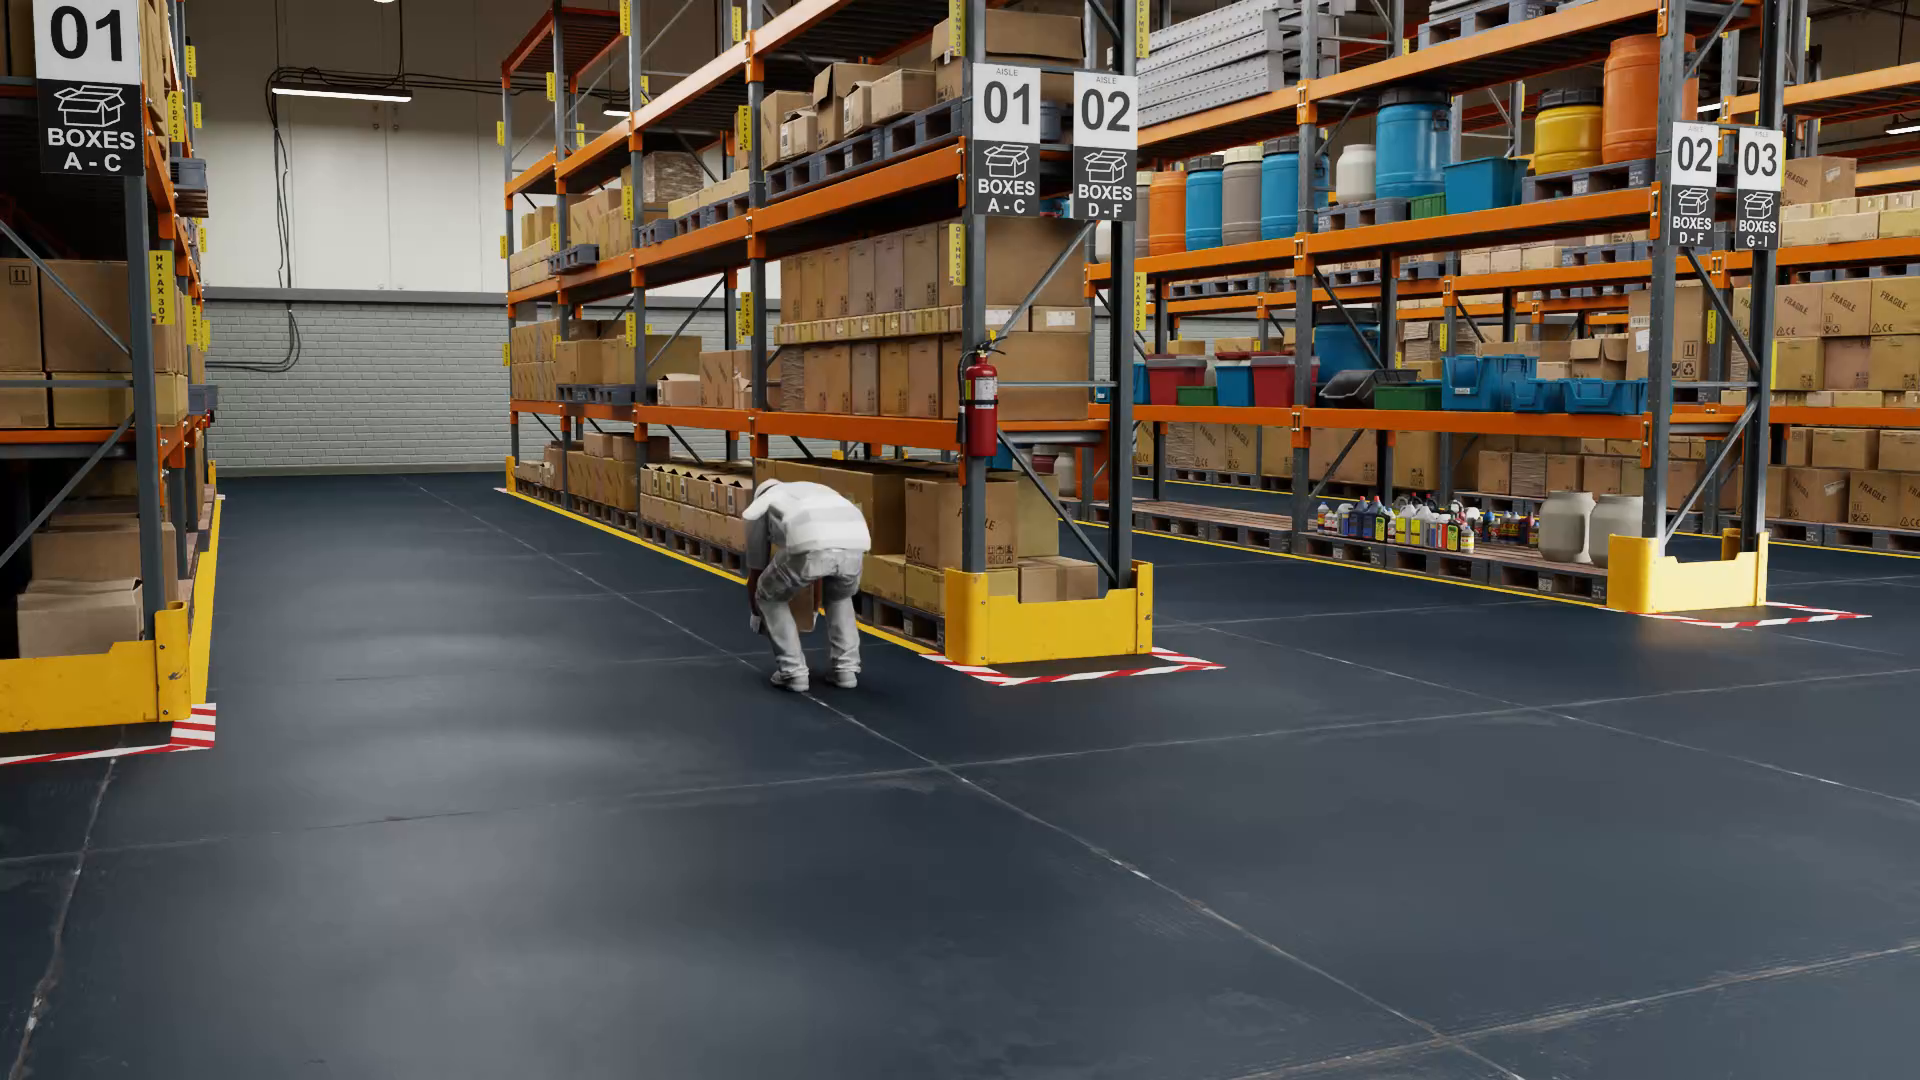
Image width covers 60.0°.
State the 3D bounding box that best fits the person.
[{"bbox_3d":[-0.807,0.214,8.445,0.546,1.015,0.977,-3,6,-26],"label":"person"}]
